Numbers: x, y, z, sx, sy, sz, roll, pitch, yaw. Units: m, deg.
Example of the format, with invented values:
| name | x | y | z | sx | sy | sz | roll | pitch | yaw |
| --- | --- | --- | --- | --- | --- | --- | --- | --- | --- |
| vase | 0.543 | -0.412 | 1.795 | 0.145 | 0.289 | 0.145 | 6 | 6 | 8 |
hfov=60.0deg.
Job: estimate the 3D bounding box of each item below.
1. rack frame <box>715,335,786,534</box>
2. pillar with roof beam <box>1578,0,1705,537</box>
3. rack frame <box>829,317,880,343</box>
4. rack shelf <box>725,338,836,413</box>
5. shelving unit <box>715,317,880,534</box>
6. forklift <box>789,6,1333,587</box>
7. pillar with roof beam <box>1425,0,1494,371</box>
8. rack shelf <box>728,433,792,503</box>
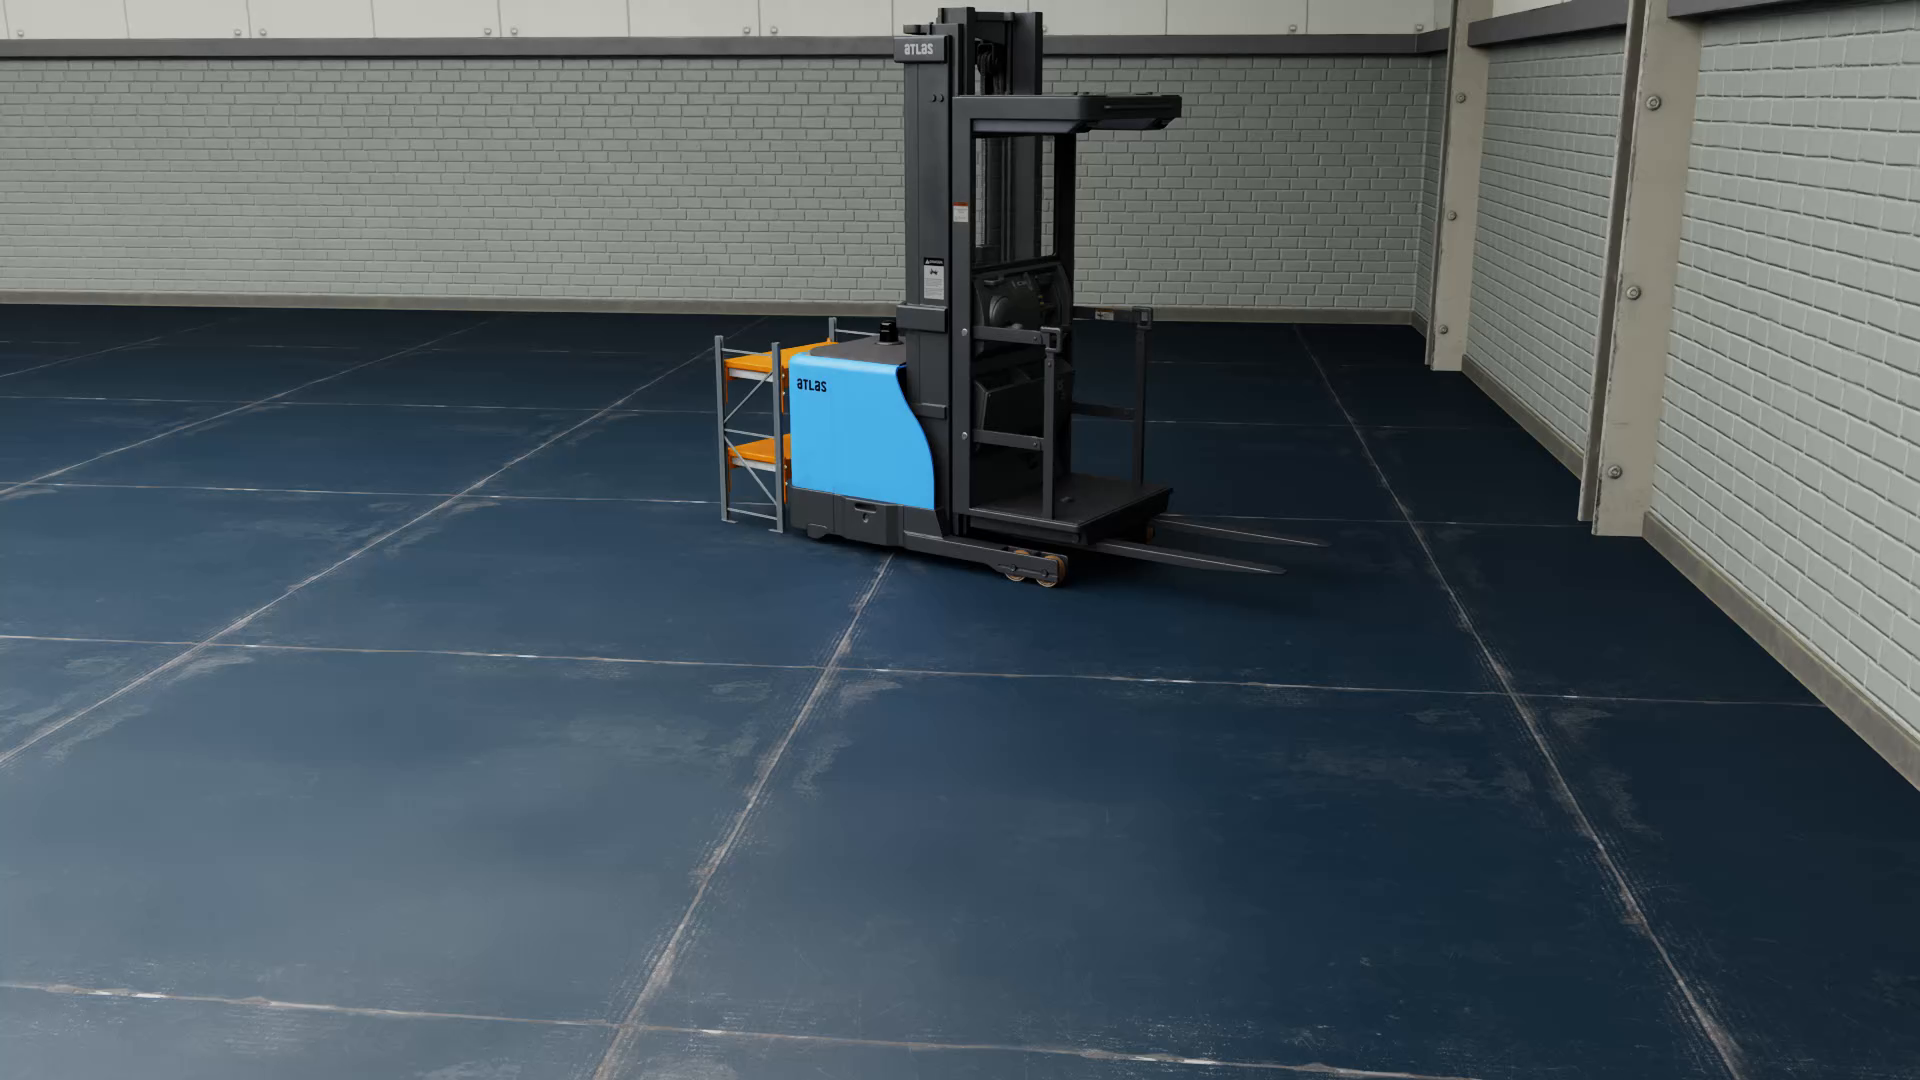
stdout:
| name | x | y | z | sx | sy | sz | roll | pitch | yaw |
| --- | --- | --- | --- | --- | --- | --- | --- | --- | --- |
| rack frame | -1.237 | -0.623 | 9.813 | 0.500 | 1.125 | 0.032 | 11 | 19 | 35 |
| pillar with roof beam | -0.379 | -4.546 | 9.236 | 9.100 | 9.000 | 0.400 | 2 | 15 | 6 |
| rack frame | -0.626 | -0.836 | 10.598 | 0.500 | 1.125 | 0.032 | 11 | 19 | 35 |
| rack shelf | -0.932 | -1.012 | 10.129 | 0.538 | 0.278 | 1.000 | 11 | 19 | 35 |
| shelving unit | -0.932 | -0.730 | 10.205 | 0.538 | 1.125 | 1.048 | 11 | 19 | 35 |
| forklift | 0.518 | -1.325 | 8.946 | 3.031 | 2.935 | 1.130 | 10 | 18 | 32 |
| pillar with roof beam | 0.298 | -6.103 | 14.991 | 9.100 | 9.000 | 0.400 | 2 | 15 | 6 |
| rack shelf | -0.932 | -0.494 | 10.269 | 0.538 | 0.278 | 1.000 | 11 | 19 | 35 |
